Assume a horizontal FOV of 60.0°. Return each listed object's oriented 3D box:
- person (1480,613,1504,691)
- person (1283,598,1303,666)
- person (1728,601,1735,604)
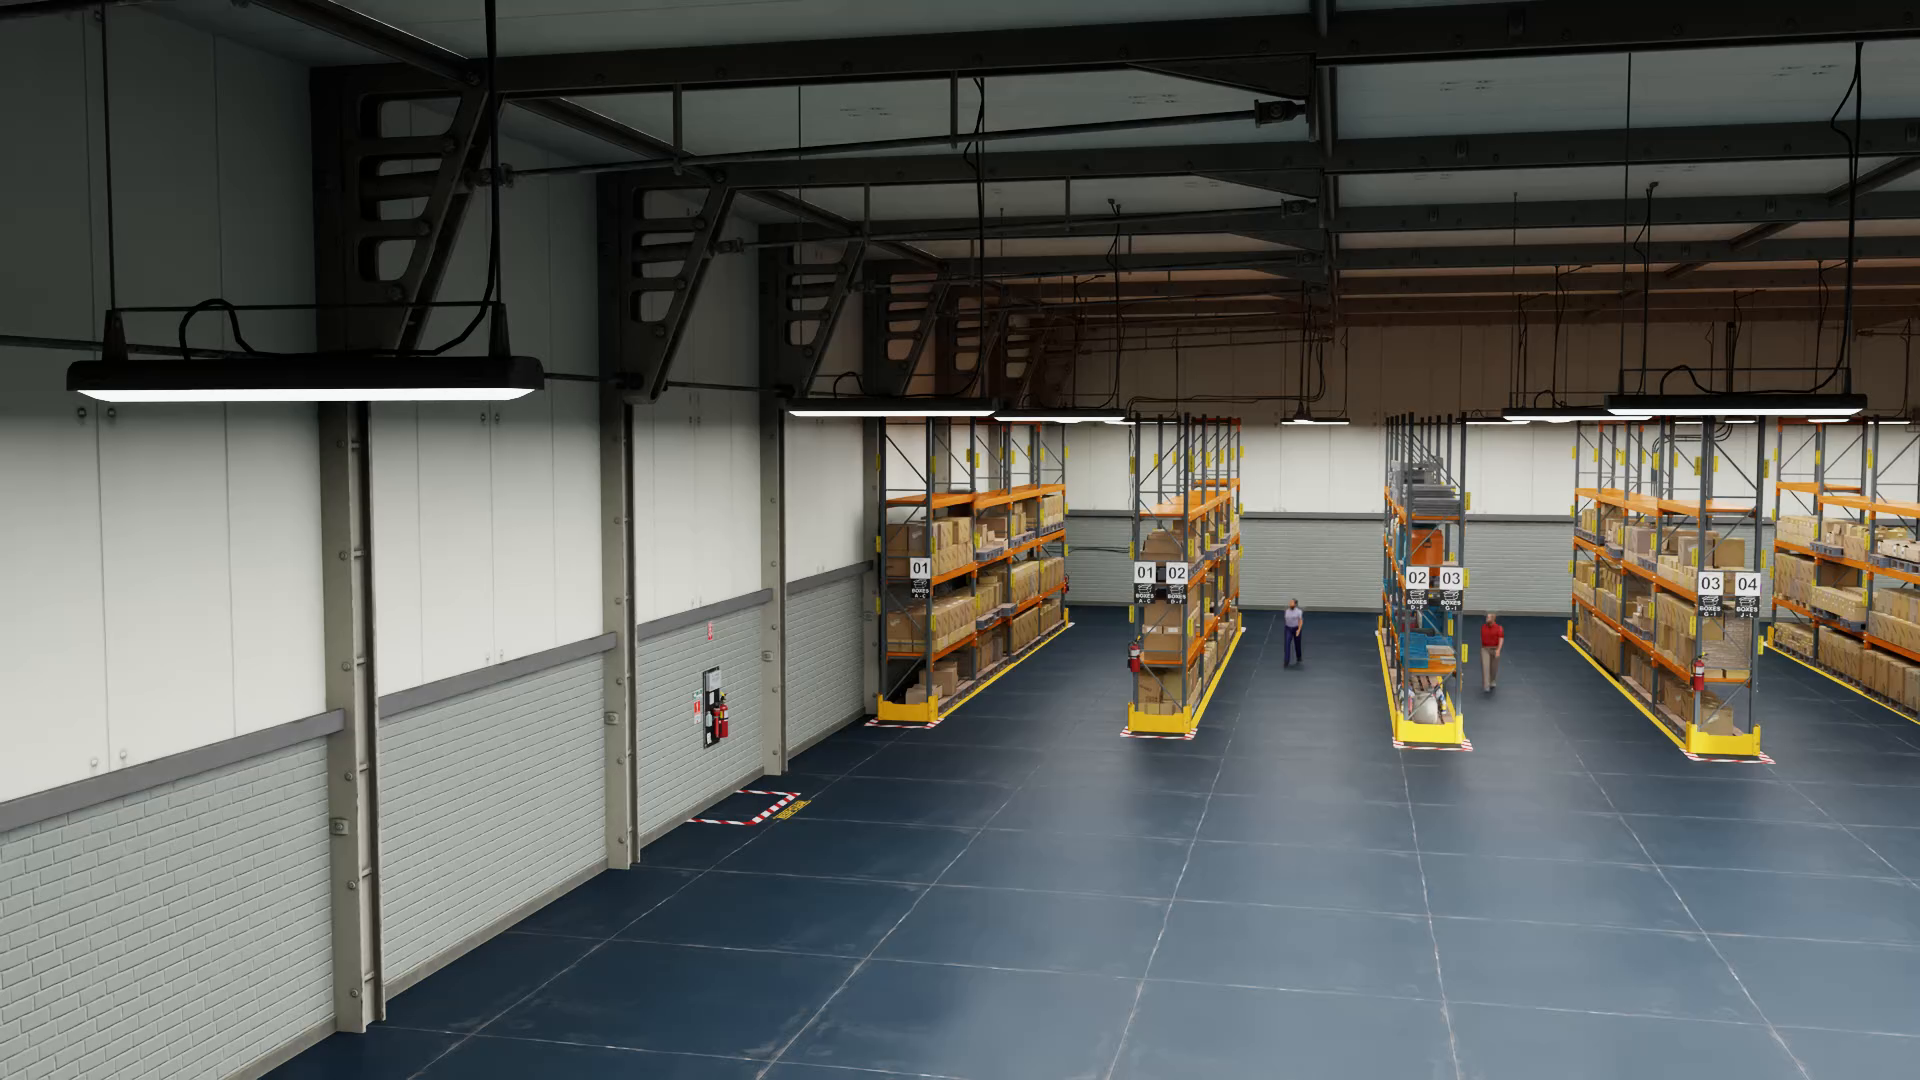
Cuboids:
[{"bbox_3d":[11.582,2.430,36.214,0.469,1.675,1.021,1,4,11],"label":"person"},{"bbox_3d":[8.039,2.211,40.093,0.455,1.583,0.951,1,4,17],"label":"person"},{"bbox_3d":[20.781,1.852,44.640,0.583,1.727,1.035,3,5,41],"label":"person"}]
